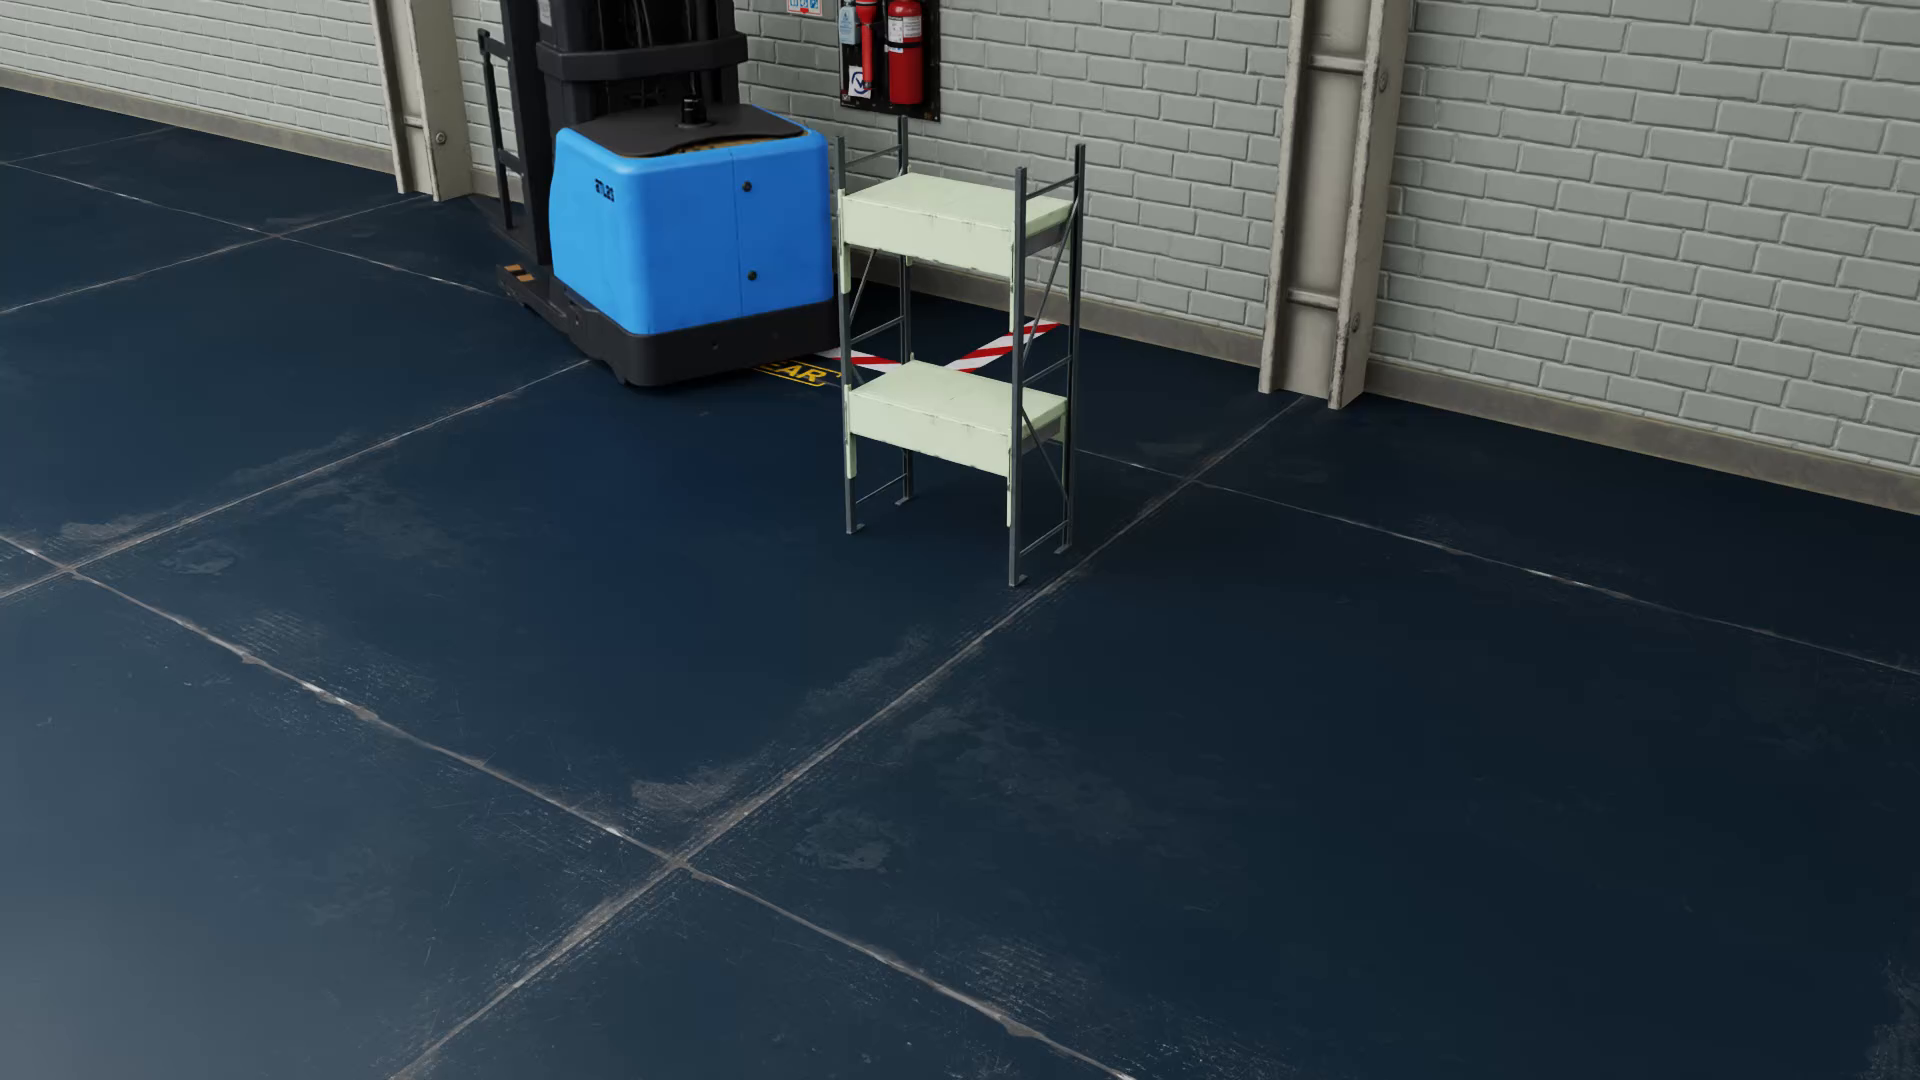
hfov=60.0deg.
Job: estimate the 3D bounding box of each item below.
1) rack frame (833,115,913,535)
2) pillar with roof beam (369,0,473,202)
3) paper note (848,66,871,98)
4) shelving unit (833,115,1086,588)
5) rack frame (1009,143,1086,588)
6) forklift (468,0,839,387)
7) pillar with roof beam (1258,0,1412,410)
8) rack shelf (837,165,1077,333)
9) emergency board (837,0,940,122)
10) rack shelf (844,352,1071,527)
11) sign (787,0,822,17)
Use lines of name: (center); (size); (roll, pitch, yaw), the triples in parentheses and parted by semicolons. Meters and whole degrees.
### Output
rack frame: (-0.307, -0.764, 6.098); (0.023, 1.500, 0.400); (17, 32, 30)
pillar with roof beam: (-5.776, -4.627, 5.421); (0.400, 9.000, 9.100); (17, 32, 30)
paper note: (-0.515, -2.350, 8.531); (0.142, 0.148, 0.016); (17, 32, 30)
shelving unit: (-0.006, -0.670, 5.913); (0.755, 1.500, 0.431); (17, 32, 30)
rack frame: (0.296, -0.576, 5.729); (0.023, 1.500, 0.400); (17, 32, 30)
forklift: (-1.784, -2.618, 8.162); (1.130, 2.935, 3.031); (-16, 31, -28)
pillar with roof beam: (-0.830, -3.086, 2.393); (0.400, 9.000, 9.100); (17, 32, 30)
rack shelf: (-0.006, -1.018, 5.736); (0.720, 0.370, 0.431); (17, 32, 30)
emergency board: (-0.408, -2.671, 8.191); (0.643, 1.169, 0.194); (17, 32, 30)
rack shelf: (-0.006, -0.380, 6.061); (0.720, 0.370, 0.431); (17, 32, 30)
sign: (-0.805, -2.867, 8.538); (0.234, 0.329, 0.001); (17, 32, 30)
